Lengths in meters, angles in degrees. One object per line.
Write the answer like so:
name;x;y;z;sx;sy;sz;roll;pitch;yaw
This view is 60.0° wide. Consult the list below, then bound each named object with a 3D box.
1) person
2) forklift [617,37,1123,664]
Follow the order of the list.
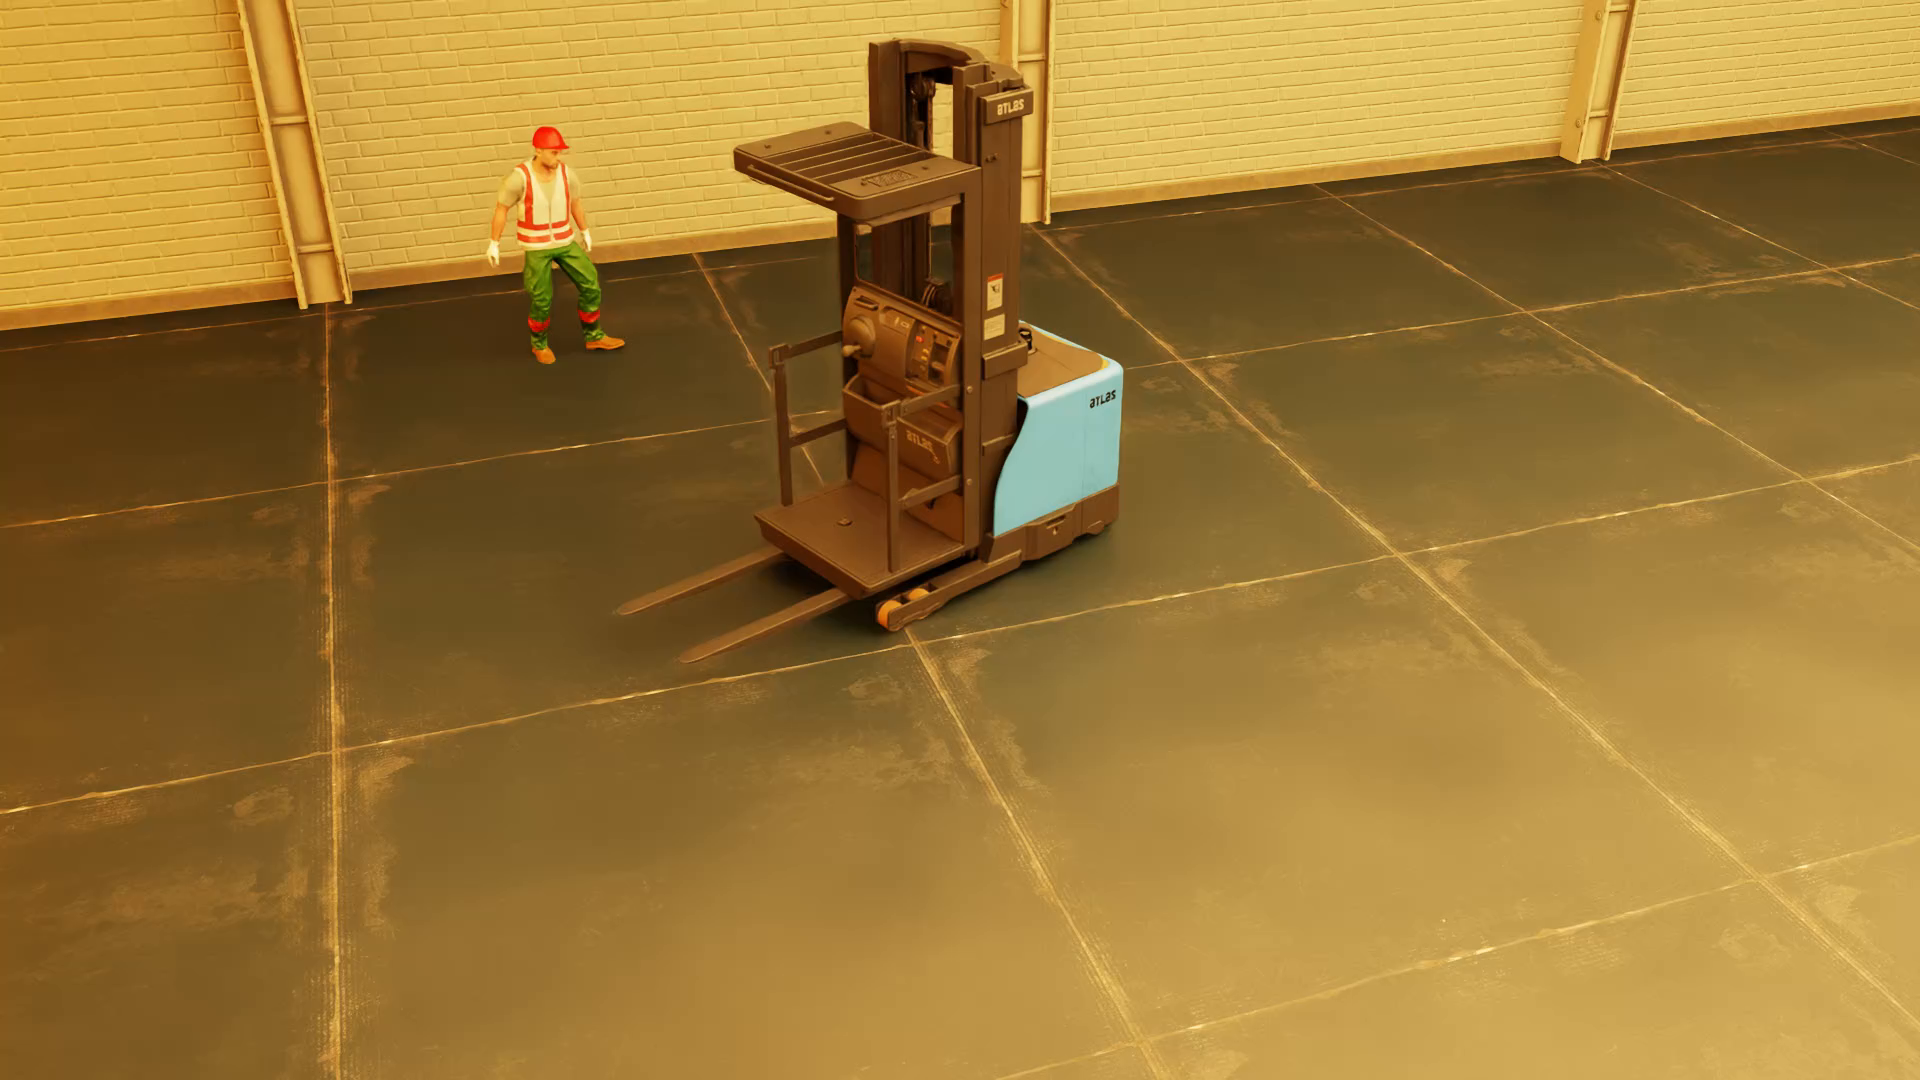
person;-2.946;-2.119;11.979;0.880;1.747;0.455;-19;35;-29
forklift;-0.480;-1.064;8.937;3.031;2.935;1.130;-23;37;-34
